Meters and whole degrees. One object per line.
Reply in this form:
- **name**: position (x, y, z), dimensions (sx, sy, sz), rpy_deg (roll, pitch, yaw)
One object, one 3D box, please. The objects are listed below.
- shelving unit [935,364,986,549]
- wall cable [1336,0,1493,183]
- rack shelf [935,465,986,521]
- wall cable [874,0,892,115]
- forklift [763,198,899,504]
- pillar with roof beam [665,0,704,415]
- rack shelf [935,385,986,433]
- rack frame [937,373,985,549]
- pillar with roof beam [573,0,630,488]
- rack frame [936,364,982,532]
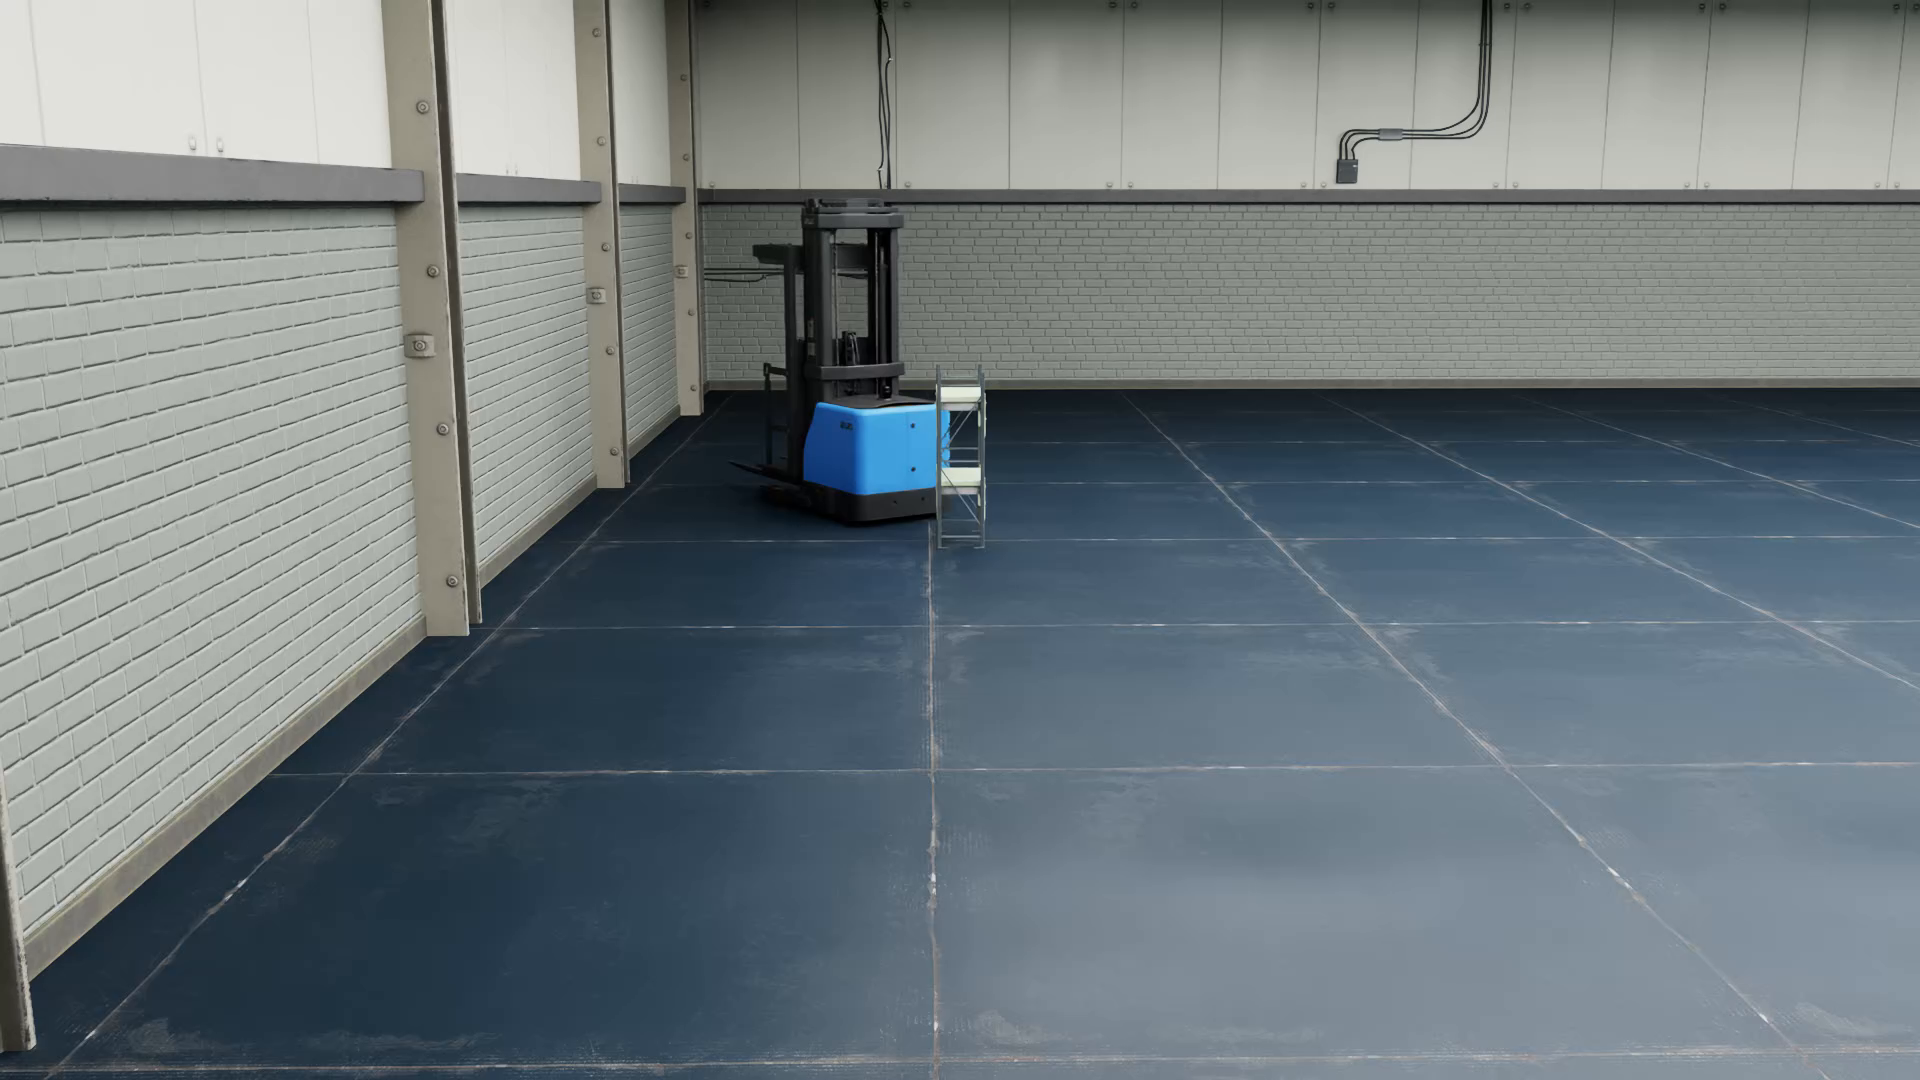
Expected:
- **shelving unit**: position (0.000, -0.736, 14.417), dimensions (0.431, 1.500, 0.755), rpy_deg (0, 11, -1)
- **wall cable**: position (6.986, -8.475, 25.146), dimensions (2.305, 6.003, 0.169), rpy_deg (0, 11, -1)
- **rack shelf**: position (0.000, -0.417, 14.481), dimensions (0.431, 0.370, 0.720), rpy_deg (0, 11, -1)
- **wall cable**: position (0.199, -7.737, 25.169), dimensions (3.097, 2.526, 0.112), rpy_deg (0, 11, -1)
- **forklift**: position (-1.316, -1.837, 16.241), dimensions (1.121, 2.935, 3.031), rpy_deg (-8, 14, -33)
- **pillar with roof beam**: position (0.537, -6.199, 22.481), dimensions (9.100, 9.000, 0.400), rpy_deg (0, 11, -1)
- **rack shelf**: position (0.000, -1.119, 14.339), dimensions (0.431, 0.370, 0.720), rpy_deg (0, 11, -1)
- **rack frame**: position (0.007, -0.664, 14.058), dimensions (0.400, 1.500, 0.023), rpy_deg (0, 11, -1)
- **pillar with roof beam**: position (0.661, -5.006, 16.602), dimensions (9.100, 9.000, 0.400), rpy_deg (0, 11, -1)
- **rack frame**: position (-0.008, -0.809, 14.775), dimensions (0.400, 1.500, 0.023), rpy_deg (0, 11, -1)
